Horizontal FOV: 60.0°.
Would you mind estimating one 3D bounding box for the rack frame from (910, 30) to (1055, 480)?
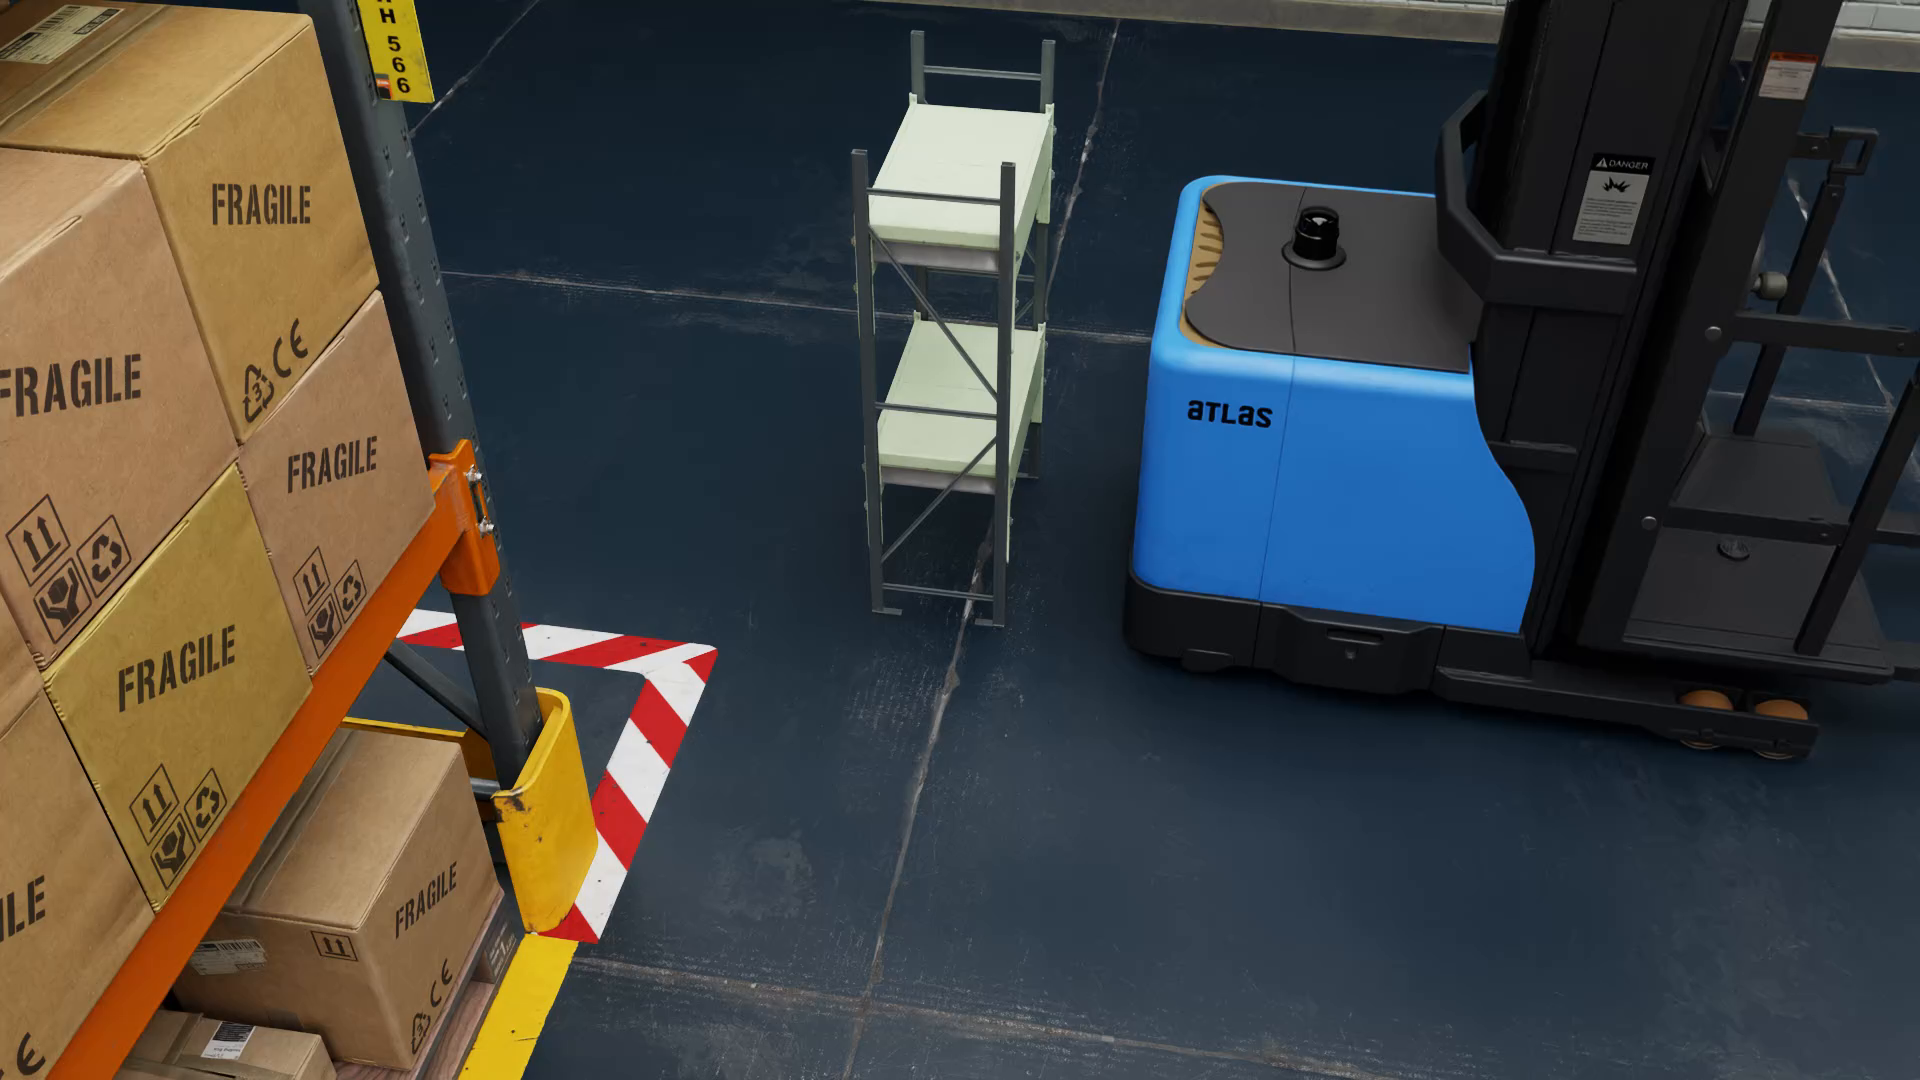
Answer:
[{"bbox_3d":[0.062,-0.804,5.045,0.400,1.500,0.023,6,40,8],"label":"rack frame"}]

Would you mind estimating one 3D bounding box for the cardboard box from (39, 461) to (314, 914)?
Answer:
[{"bbox_3d":[-1.412,0.193,2.584,0.500,0.500,0.500,7,40,8],"label":"cardboard box"}]

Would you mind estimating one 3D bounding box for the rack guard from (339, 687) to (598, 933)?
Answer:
[{"bbox_3d":[-1.530,0.606,4.125,1.175,0.500,0.348,6,40,8],"label":"rack guard"}]

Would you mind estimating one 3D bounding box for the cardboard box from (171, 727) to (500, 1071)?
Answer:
[{"bbox_3d":[-1.368,0.757,3.597,0.500,0.500,0.500,6,40,8],"label":"cardboard box"}]

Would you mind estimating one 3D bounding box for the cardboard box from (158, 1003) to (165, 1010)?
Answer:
[{"bbox_3d":[-1.977,1.109,3.368,0.500,0.250,0.500,6,40,8],"label":"cardboard box"}]

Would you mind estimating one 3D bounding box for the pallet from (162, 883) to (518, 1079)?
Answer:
[{"bbox_3d":[-1.667,1.218,3.612,1.003,0.211,1.213,6,40,8],"label":"pallet"}]

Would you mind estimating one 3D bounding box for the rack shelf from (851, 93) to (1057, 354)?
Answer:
[{"bbox_3d":[-0.001,-0.875,4.518,0.431,0.370,0.720,6,40,8],"label":"rack shelf"}]

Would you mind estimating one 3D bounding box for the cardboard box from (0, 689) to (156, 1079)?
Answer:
[{"bbox_3d":[-1.504,0.506,2.206,0.500,0.500,0.500,7,40,8],"label":"cardboard box"}]

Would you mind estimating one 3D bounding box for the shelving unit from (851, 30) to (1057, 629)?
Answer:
[{"bbox_3d":[-0.001,-0.574,4.767,0.431,1.500,0.755,6,40,8],"label":"shelving unit"}]

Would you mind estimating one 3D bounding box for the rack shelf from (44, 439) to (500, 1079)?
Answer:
[{"bbox_3d":[-1.863,1.127,2.097,1.077,0.370,4.000,6,40,8],"label":"rack shelf"}]

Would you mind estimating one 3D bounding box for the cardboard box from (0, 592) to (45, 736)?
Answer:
[{"bbox_3d":[-1.494,0.124,1.883,0.500,0.500,0.500,7,40,9],"label":"cardboard box"}]

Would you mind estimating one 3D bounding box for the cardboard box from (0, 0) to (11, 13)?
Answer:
[{"bbox_3d":[-1.853,-0.580,2.734,0.500,0.500,0.500,8,40,9],"label":"cardboard box"}]

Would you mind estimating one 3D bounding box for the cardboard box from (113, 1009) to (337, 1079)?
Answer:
[{"bbox_3d":[-1.527,1.130,3.408,0.380,0.166,0.250,6,40,8],"label":"cardboard box"}]

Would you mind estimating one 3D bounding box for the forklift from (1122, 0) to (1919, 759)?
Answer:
[{"bbox_3d":[2.039,-0.903,4.042,3.031,2.935,1.130,7,40,8],"label":"forklift"}]

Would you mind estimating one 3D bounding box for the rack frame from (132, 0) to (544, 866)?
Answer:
[{"bbox_3d":[-1.517,-0.405,3.386,1.000,3.000,0.127,6,40,8],"label":"rack frame"}]

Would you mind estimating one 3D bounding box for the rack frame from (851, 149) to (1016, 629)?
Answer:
[{"bbox_3d":[-0.064,-0.344,4.489,0.400,1.500,0.023,6,40,8],"label":"rack frame"}]

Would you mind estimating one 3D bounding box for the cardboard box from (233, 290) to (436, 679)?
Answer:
[{"bbox_3d":[-1.326,-0.133,2.978,0.500,0.500,0.500,8,40,9],"label":"cardboard box"}]

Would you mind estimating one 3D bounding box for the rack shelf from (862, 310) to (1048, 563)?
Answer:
[{"bbox_3d":[-0.001,-0.323,4.975,0.431,0.370,0.720,6,40,8],"label":"rack shelf"}]

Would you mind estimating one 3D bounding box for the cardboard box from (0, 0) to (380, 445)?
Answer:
[{"bbox_3d":[-1.323,-0.519,2.661,0.500,0.500,0.500,6,40,7],"label":"cardboard box"}]

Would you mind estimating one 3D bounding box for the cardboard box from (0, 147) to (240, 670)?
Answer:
[{"bbox_3d":[-1.409,-0.202,2.278,0.500,0.500,0.500,7,40,9],"label":"cardboard box"}]

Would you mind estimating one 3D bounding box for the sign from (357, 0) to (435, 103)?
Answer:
[{"bbox_3d":[-0.973,-0.900,2.827,0.100,0.325,0.005,6,40,8],"label":"sign"}]
